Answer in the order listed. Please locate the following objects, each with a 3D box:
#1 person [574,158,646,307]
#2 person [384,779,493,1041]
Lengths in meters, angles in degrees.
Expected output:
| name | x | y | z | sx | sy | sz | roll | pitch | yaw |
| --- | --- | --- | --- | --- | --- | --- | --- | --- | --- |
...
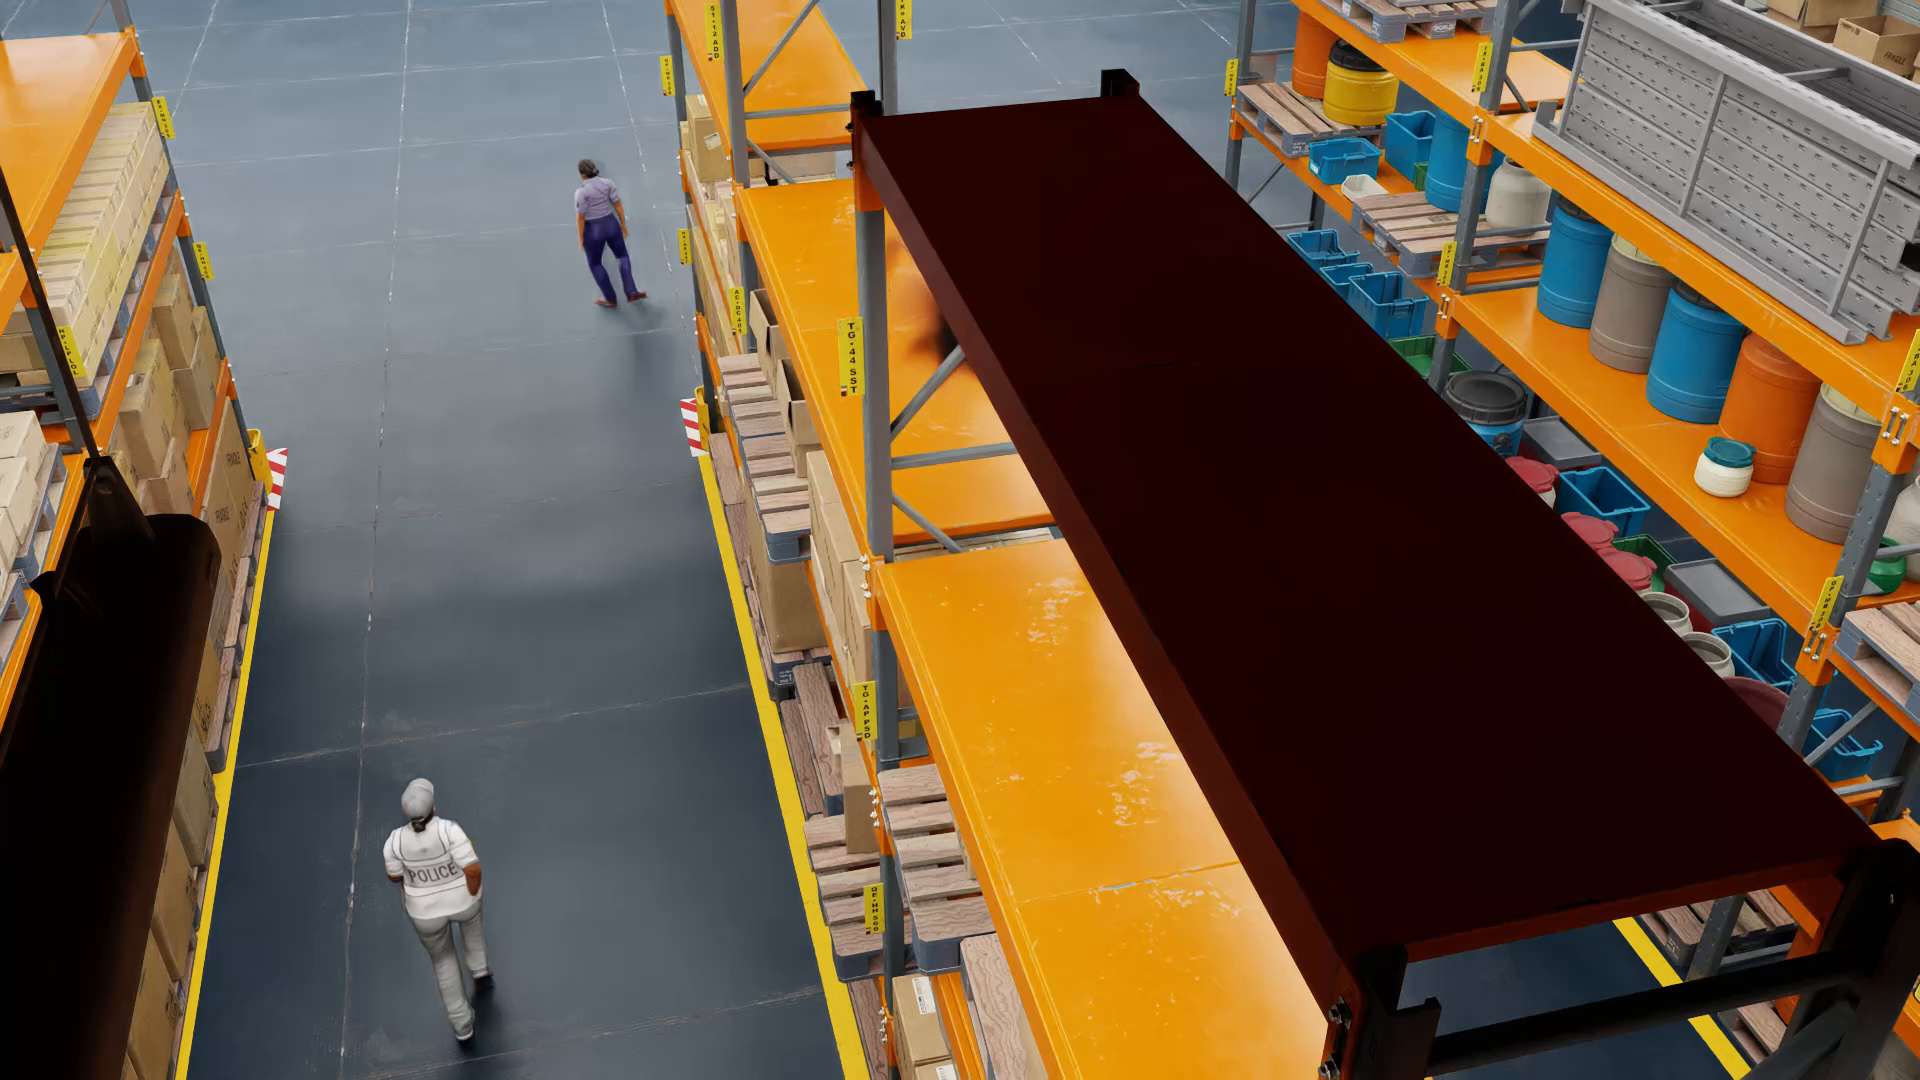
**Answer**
| name | x | y | z | sx | sy | sz | roll | pitch | yaw |
| --- | --- | --- | --- | --- | --- | --- | --- | --- | --- |
| person | -3.672 | -3.194 | 17.331 | 0.612 | 1.617 | 0.492 | -25 | 41 | -31 |
| person | -2.989 | 2.102 | 9.599 | 0.495 | 1.684 | 0.789 | -14 | 37 | -19 |
